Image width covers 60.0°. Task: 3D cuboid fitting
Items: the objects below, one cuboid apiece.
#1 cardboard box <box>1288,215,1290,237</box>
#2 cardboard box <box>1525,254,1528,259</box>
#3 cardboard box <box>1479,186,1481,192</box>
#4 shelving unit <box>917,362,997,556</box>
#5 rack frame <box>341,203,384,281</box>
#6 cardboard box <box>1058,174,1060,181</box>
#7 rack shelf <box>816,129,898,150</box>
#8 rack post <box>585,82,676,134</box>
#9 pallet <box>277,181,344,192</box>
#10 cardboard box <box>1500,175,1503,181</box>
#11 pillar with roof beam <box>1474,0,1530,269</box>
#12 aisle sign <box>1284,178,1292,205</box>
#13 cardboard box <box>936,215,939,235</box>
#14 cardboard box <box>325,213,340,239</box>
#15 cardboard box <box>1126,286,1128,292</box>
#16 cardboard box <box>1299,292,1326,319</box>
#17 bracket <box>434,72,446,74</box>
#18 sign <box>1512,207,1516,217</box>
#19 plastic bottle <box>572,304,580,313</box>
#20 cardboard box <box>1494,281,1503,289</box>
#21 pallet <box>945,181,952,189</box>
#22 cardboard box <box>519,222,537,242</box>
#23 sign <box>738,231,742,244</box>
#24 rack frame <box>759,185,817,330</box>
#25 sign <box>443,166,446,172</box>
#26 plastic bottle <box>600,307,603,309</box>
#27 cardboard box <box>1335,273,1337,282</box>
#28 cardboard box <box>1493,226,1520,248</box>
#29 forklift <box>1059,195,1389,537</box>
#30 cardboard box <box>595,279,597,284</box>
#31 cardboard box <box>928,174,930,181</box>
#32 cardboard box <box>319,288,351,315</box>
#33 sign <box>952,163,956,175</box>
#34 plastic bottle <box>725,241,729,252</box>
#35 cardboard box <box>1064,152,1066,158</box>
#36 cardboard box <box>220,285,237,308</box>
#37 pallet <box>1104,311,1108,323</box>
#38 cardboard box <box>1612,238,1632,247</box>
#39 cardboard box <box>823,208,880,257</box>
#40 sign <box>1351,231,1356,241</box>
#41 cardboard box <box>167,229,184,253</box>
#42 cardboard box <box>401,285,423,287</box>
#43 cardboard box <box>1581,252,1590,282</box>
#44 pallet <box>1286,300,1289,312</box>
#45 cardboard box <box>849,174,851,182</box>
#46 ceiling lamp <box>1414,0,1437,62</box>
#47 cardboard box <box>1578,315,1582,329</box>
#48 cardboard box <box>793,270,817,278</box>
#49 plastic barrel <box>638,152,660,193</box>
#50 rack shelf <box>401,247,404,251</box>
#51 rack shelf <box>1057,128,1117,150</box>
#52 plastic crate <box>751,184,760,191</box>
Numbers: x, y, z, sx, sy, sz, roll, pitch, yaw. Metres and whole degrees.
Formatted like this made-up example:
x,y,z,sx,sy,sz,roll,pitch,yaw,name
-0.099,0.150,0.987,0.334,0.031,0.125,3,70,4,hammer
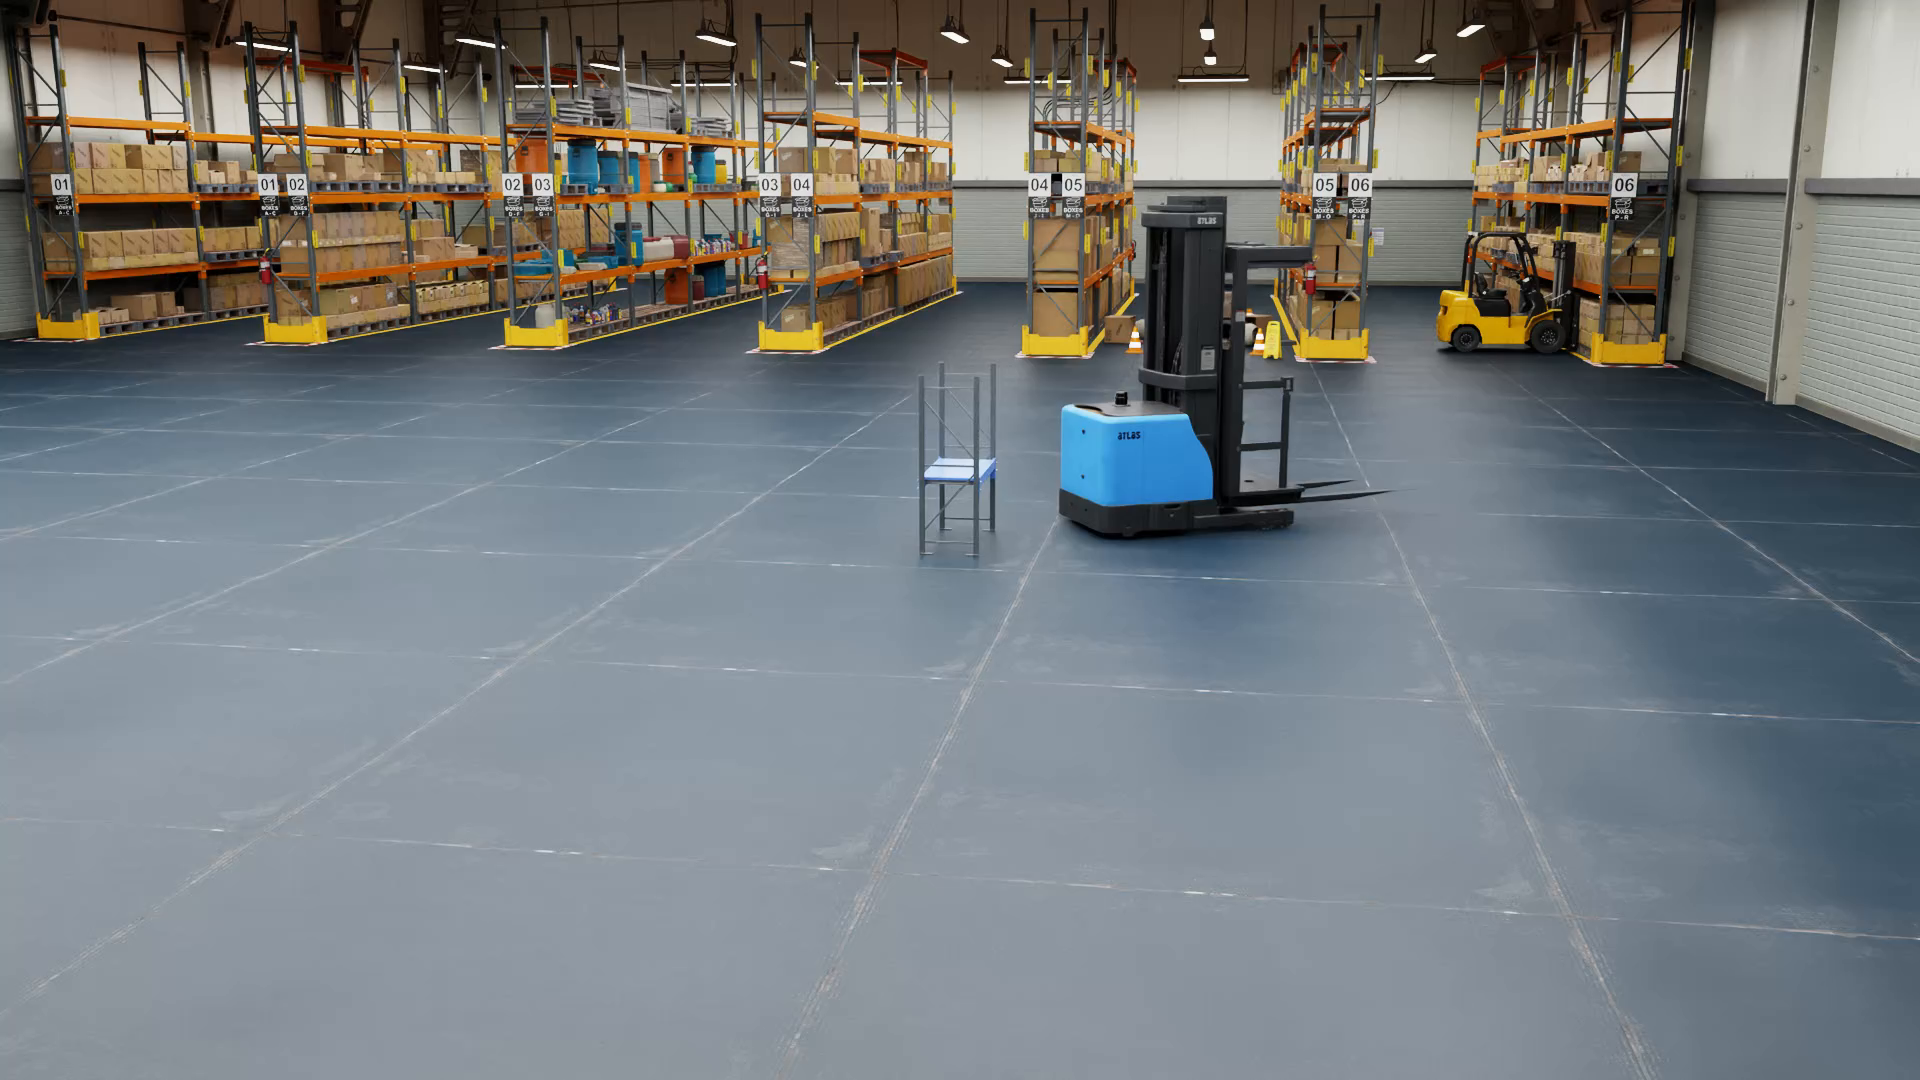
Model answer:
x,y,z,sx,sy,sz,roll,pitch,yaw,name
7.834,-7.231,38.316,0.500,0.500,0.500,2,12,9,cardboard box
12.454,-6.049,35.799,0.500,0.250,0.500,2,12,9,cardboard box
13.505,-9.000,42.613,0.380,0.149,0.250,2,12,10,cardboard box
-0.013,-0.715,14.253,0.538,1.500,1.048,2,12,9,shelving unit
-16.001,-8.002,44.506,1.000,3.000,0.127,2,12,9,rack frame
1.673,-6.837,31.338,0.380,0.149,0.250,2,12,9,cardboard box
-2.241,-8.657,35.962,1.077,0.370,4.000,2,12,9,rack shelf
-7.225,-9.459,36.551,1.013,1.000,3.121,2,12,9,rack post
-12.817,-6.914,32.546,1.003,0.211,1.213,2,12,9,pallet
12.801,-8.430,38.730,0.380,0.149,0.250,2,12,9,cardboard box
11.046,-11.477,46.387,9.100,9.000,0.548,2,12,9,pillar with roof beam
8.814,-9.328,44.485,0.394,0.787,0.004,2,12,9,aisle sign
-0.833,-8.262,43.579,0.500,0.500,0.500,1,12,7,cardboard box
-12.783,-6.245,33.035,0.700,0.500,0.500,2,12,7,cardboard box
4.240,-6.651,44.006,0.380,0.149,0.250,1,12,6,cardboard box
6.815,-4.536,32.173,0.500,0.500,0.500,2,12,11,cardboard box
-15.539,-14.020,49.642,0.235,0.232,0.430,2,12,9,bracket
14.540,-8.571,43.645,0.100,0.325,0.005,2,12,9,sign
-8.006,-4.742,34.622,0.144,0.351,0.185,1,12,6,plastic bottle
13.082,-5.930,39.825,0.500,0.500,0.500,2,12,11,cardboard box
-0.807,-9.622,45.111,1.003,0.211,1.213,2,12,9,pallet
-11.400,-8.005,43.286,0.700,0.500,0.500,-2,12,-10,cardboard box
-5.669,-7.798,42.903,0.100,0.325,0.005,2,12,9,sign
-3.164,-5.023,30.681,1.000,3.000,0.127,2,12,9,rack frame
-12.257,-8.747,39.614,0.100,0.325,0.005,2,12,9,sign
-7.436,-4.716,34.677,0.152,0.276,0.135,2,12,9,plastic bottle
6.910,-4.696,29.760,0.380,0.149,0.250,2,12,9,cardboard box
13.084,-7.200,39.551,0.700,0.500,0.500,2,12,10,cardboard box
2.482,-1.627,15.084,3.031,2.935,1.130,-4,13,-20,forklift
-10.482,-7.303,46.941,0.380,0.166,0.250,2,12,9,cardboard box
-1.170,-9.567,43.174,0.700,0.500,0.500,3,12,12,cardboard box
-12.574,-4.781,33.308,0.500,0.500,0.500,2,12,9,cardboard box
-0.169,-10.194,45.639,0.100,0.325,0.005,2,12,9,sign
-5.944,-7.482,42.369,0.061,0.283,0.133,2,12,9,plastic bottle
1.868,-7.491,32.481,0.380,0.149,0.250,2,12,8,cardboard box
-17.105,-5.593,38.215,0.700,0.500,0.500,2,12,8,cardboard box
2.756,-4.982,37.108,1.003,0.211,1.213,2,12,9,pallet
11.380,-5.135,28.715,0.380,0.149,0.250,2,12,9,cardboard box
-2.288,-6.515,35.183,1.000,1.000,1.000,2,12,9,cardboard box
7.781,-5.942,32.889,0.100,0.325,0.005,2,12,9,sign
-17.070,-6.428,35.727,0.500,0.500,0.500,2,12,8,cardboard box
-12.404,-5.619,37.643,0.500,0.311,0.500,2,12,8,cardboard box
11.517,-4.916,29.947,0.500,0.500,0.500,2,12,8,cardboard box
8.430,-5.674,40.319,1.003,0.211,1.213,2,12,9,pallet
-2.397,-7.259,33.345,0.380,0.149,0.250,1,12,6,cardboard box
11.079,-12.723,38.313,0.800,3.185,2.000,2,12,9,ceiling lamp
11.446,-3.971,30.143,0.500,0.250,0.500,2,12,7,cardboard box
-2.884,-4.952,30.946,0.380,0.149,0.250,2,12,9,cardboard box
-7.168,-8.396,38.023,0.600,0.901,0.600,0,12,0,plastic barrel
-15.694,-8.067,46.513,1.077,0.370,4.000,2,12,9,rack shelf
2.645,-8.476,35.119,1.077,0.370,4.000,2,12,9,rack shelf
-5.466,-9.662,45.591,0.450,0.188,0.336,2,12,9,plastic crate
